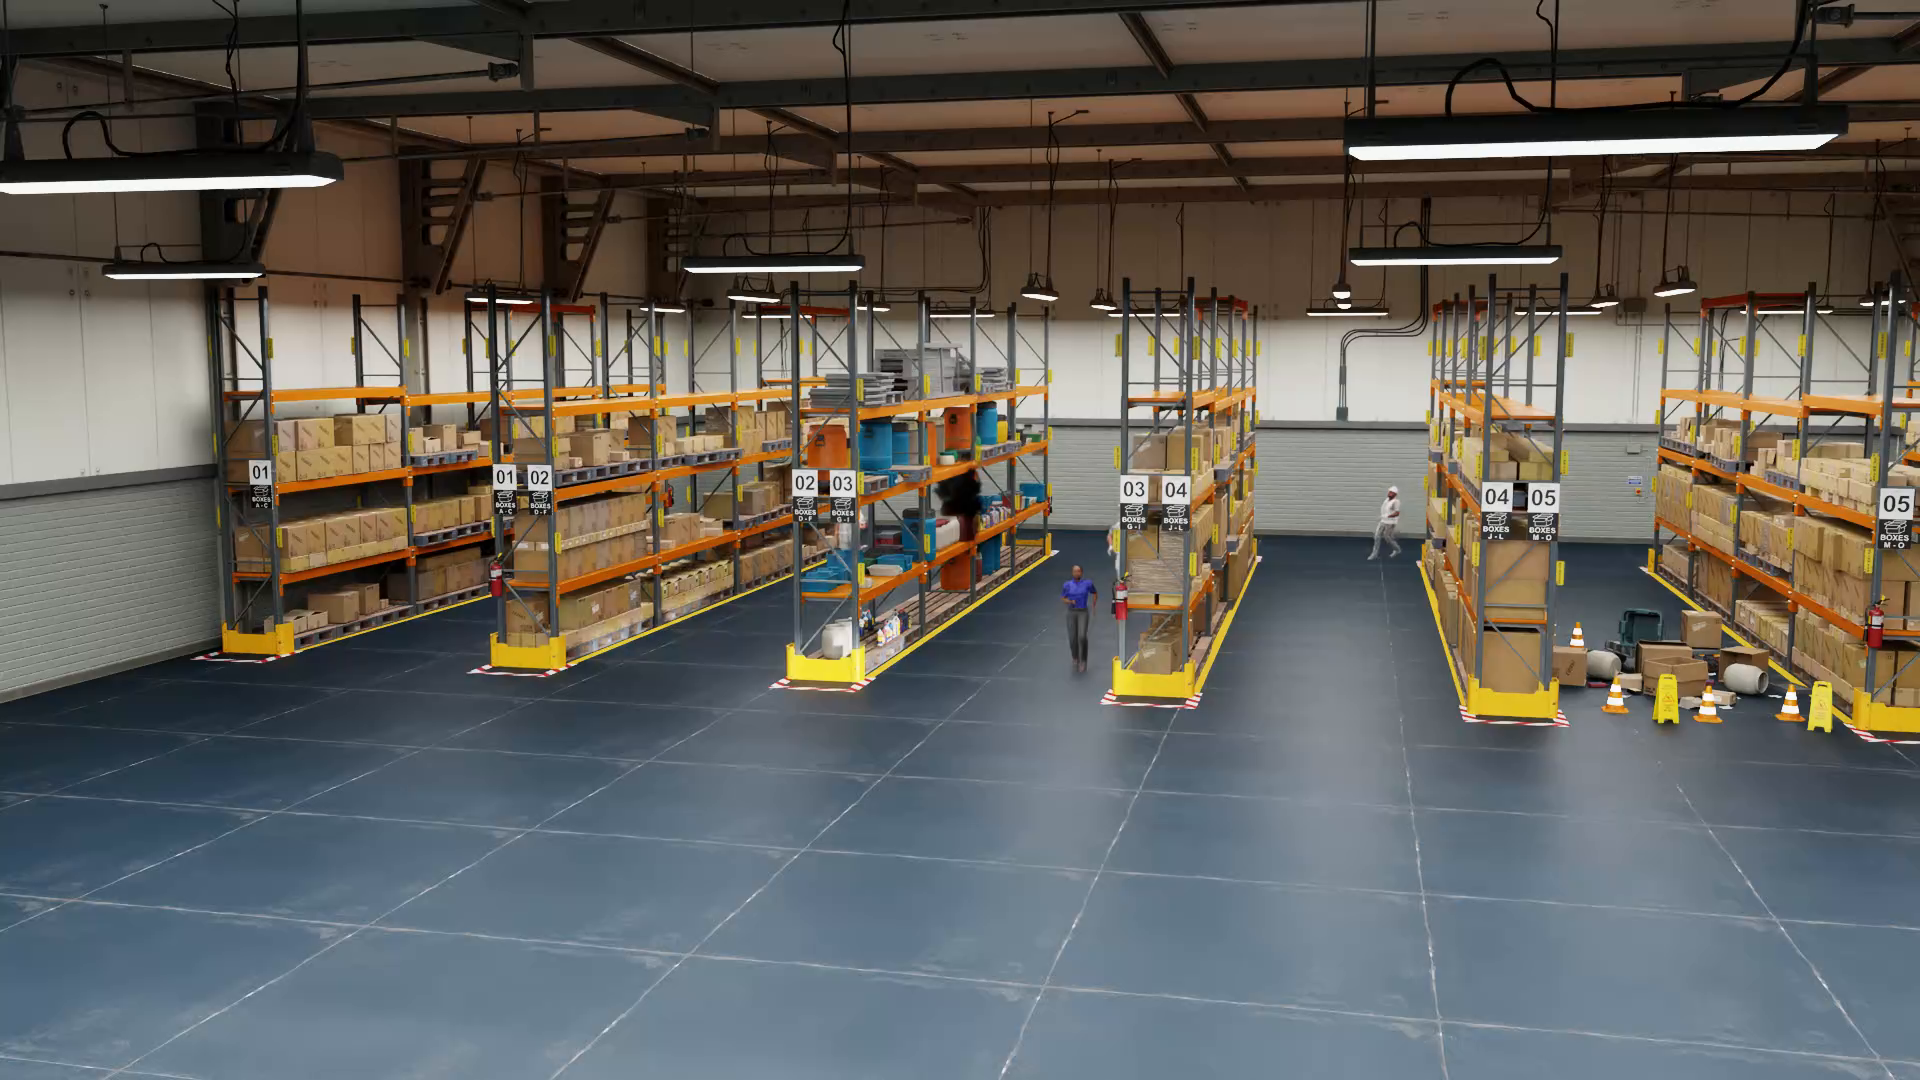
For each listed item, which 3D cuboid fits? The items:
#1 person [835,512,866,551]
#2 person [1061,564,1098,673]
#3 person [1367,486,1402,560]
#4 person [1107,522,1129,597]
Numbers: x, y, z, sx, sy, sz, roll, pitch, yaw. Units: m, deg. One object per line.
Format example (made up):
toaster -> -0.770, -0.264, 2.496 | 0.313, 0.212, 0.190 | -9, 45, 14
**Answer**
person -> -2.192, 0.036, 33.039 | 0.662, 1.827, 0.904 | 0, 7, 3
person -> 1.845, 1.218, 25.911 | 0.541, 1.694, 0.718 | 1, 7, 12
person -> 10.097, -0.389, 39.237 | 0.911, 1.766, 0.725 | -2, 7, -18
person -> 3.085, 0.286, 30.966 | 0.665, 1.759, 0.576 | 0, 7, 2
